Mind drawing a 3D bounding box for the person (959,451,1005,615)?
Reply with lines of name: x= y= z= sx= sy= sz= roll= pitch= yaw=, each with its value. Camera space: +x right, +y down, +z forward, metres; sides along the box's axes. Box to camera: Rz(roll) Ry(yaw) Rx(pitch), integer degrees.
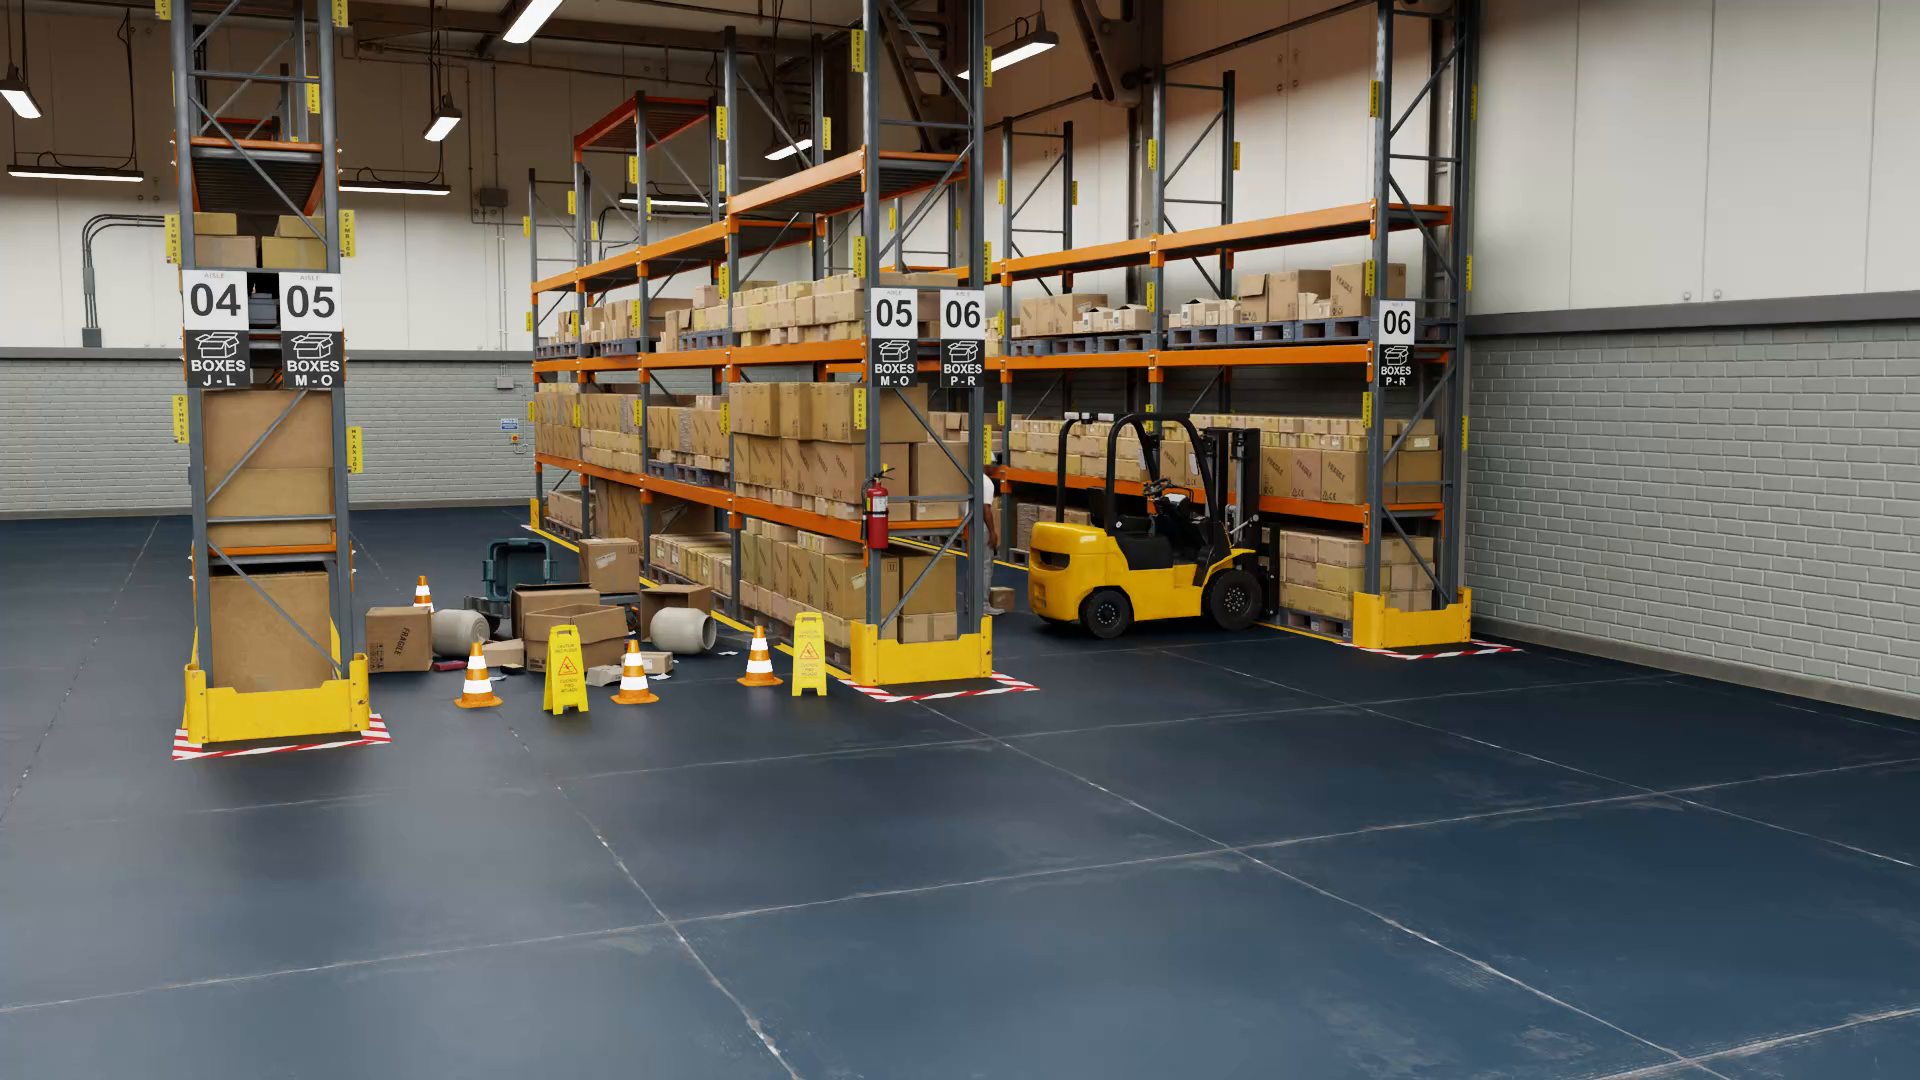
person: x=0.210 y=-0.094 z=17.680 sx=0.461 sy=1.759 sz=0.621 roll=-3 pitch=6 yaw=-26
